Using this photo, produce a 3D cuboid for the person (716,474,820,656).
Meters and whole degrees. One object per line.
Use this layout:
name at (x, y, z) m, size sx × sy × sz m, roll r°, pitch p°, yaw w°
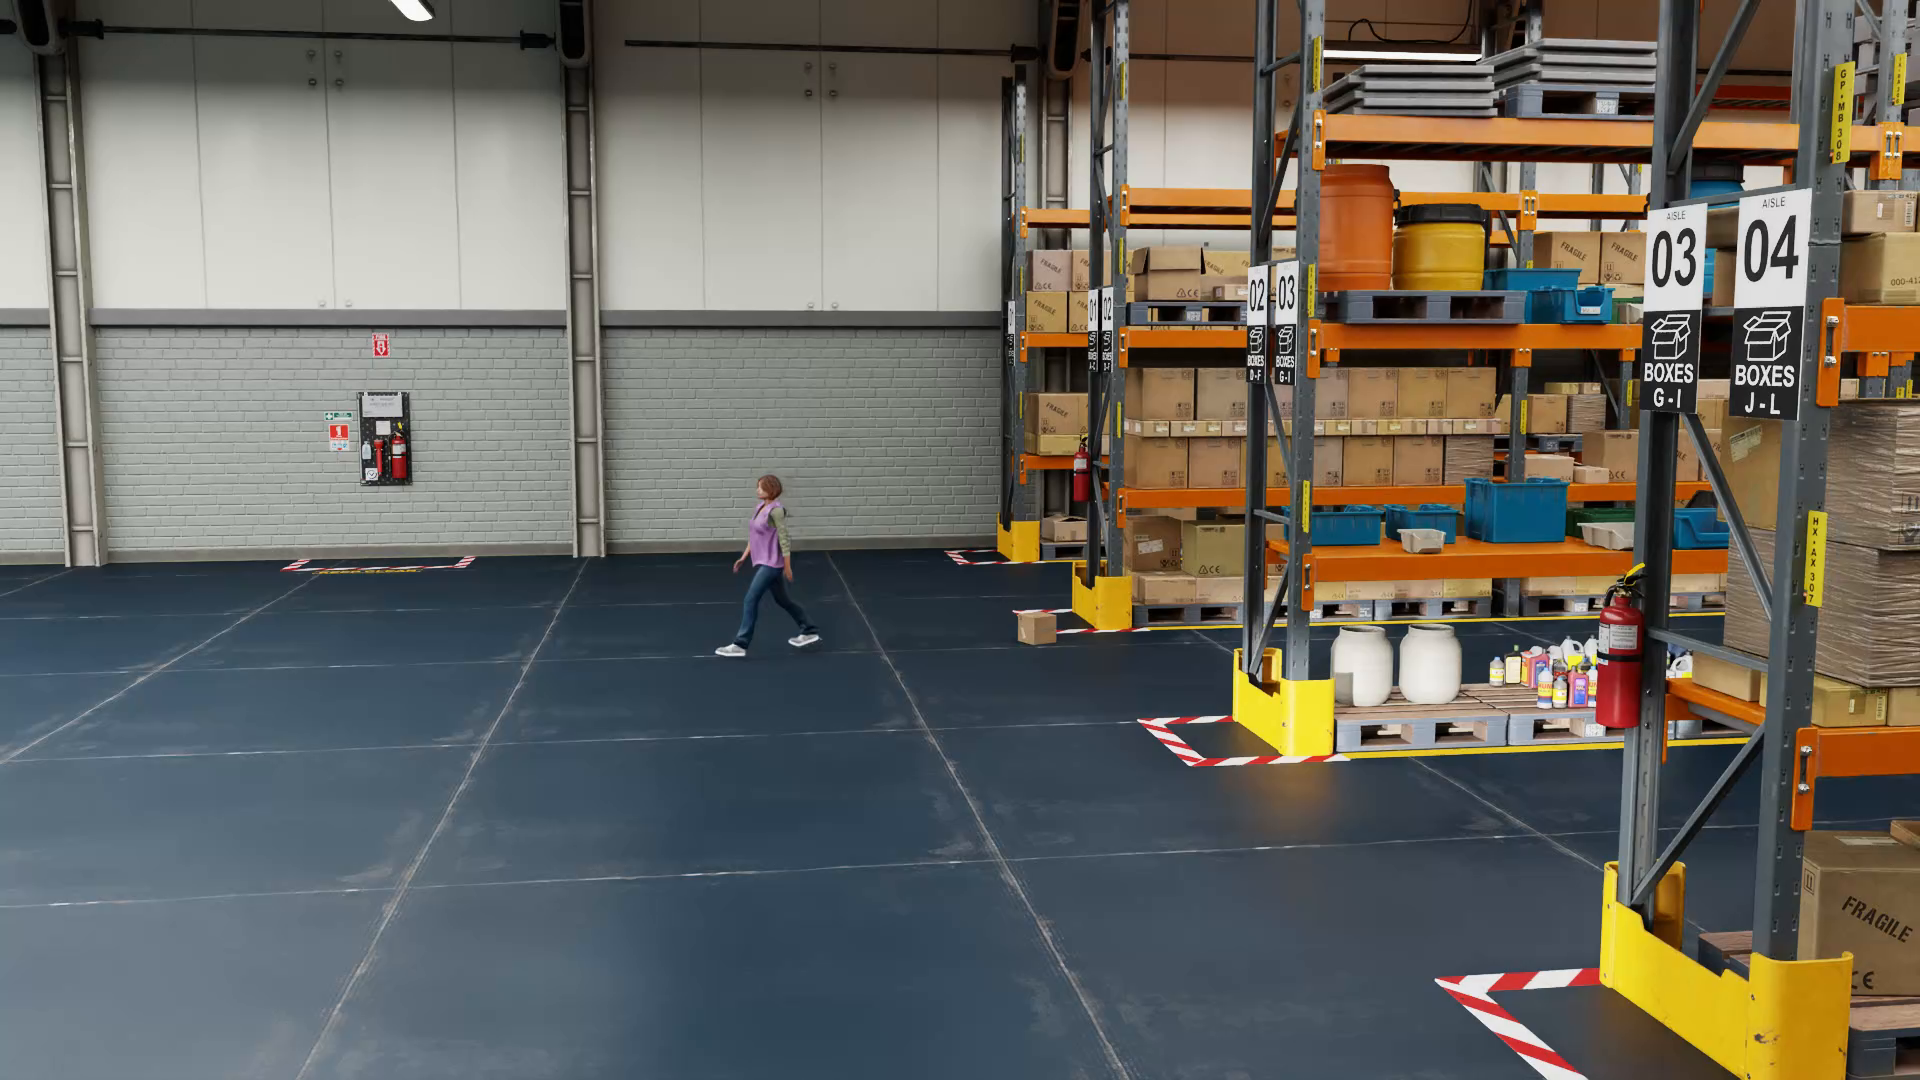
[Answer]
person at (-1.670, 0.202, 14.294) m, size 0.964 × 1.539 × 0.405 m, roll -3°, pitch 7°, yaw -23°
